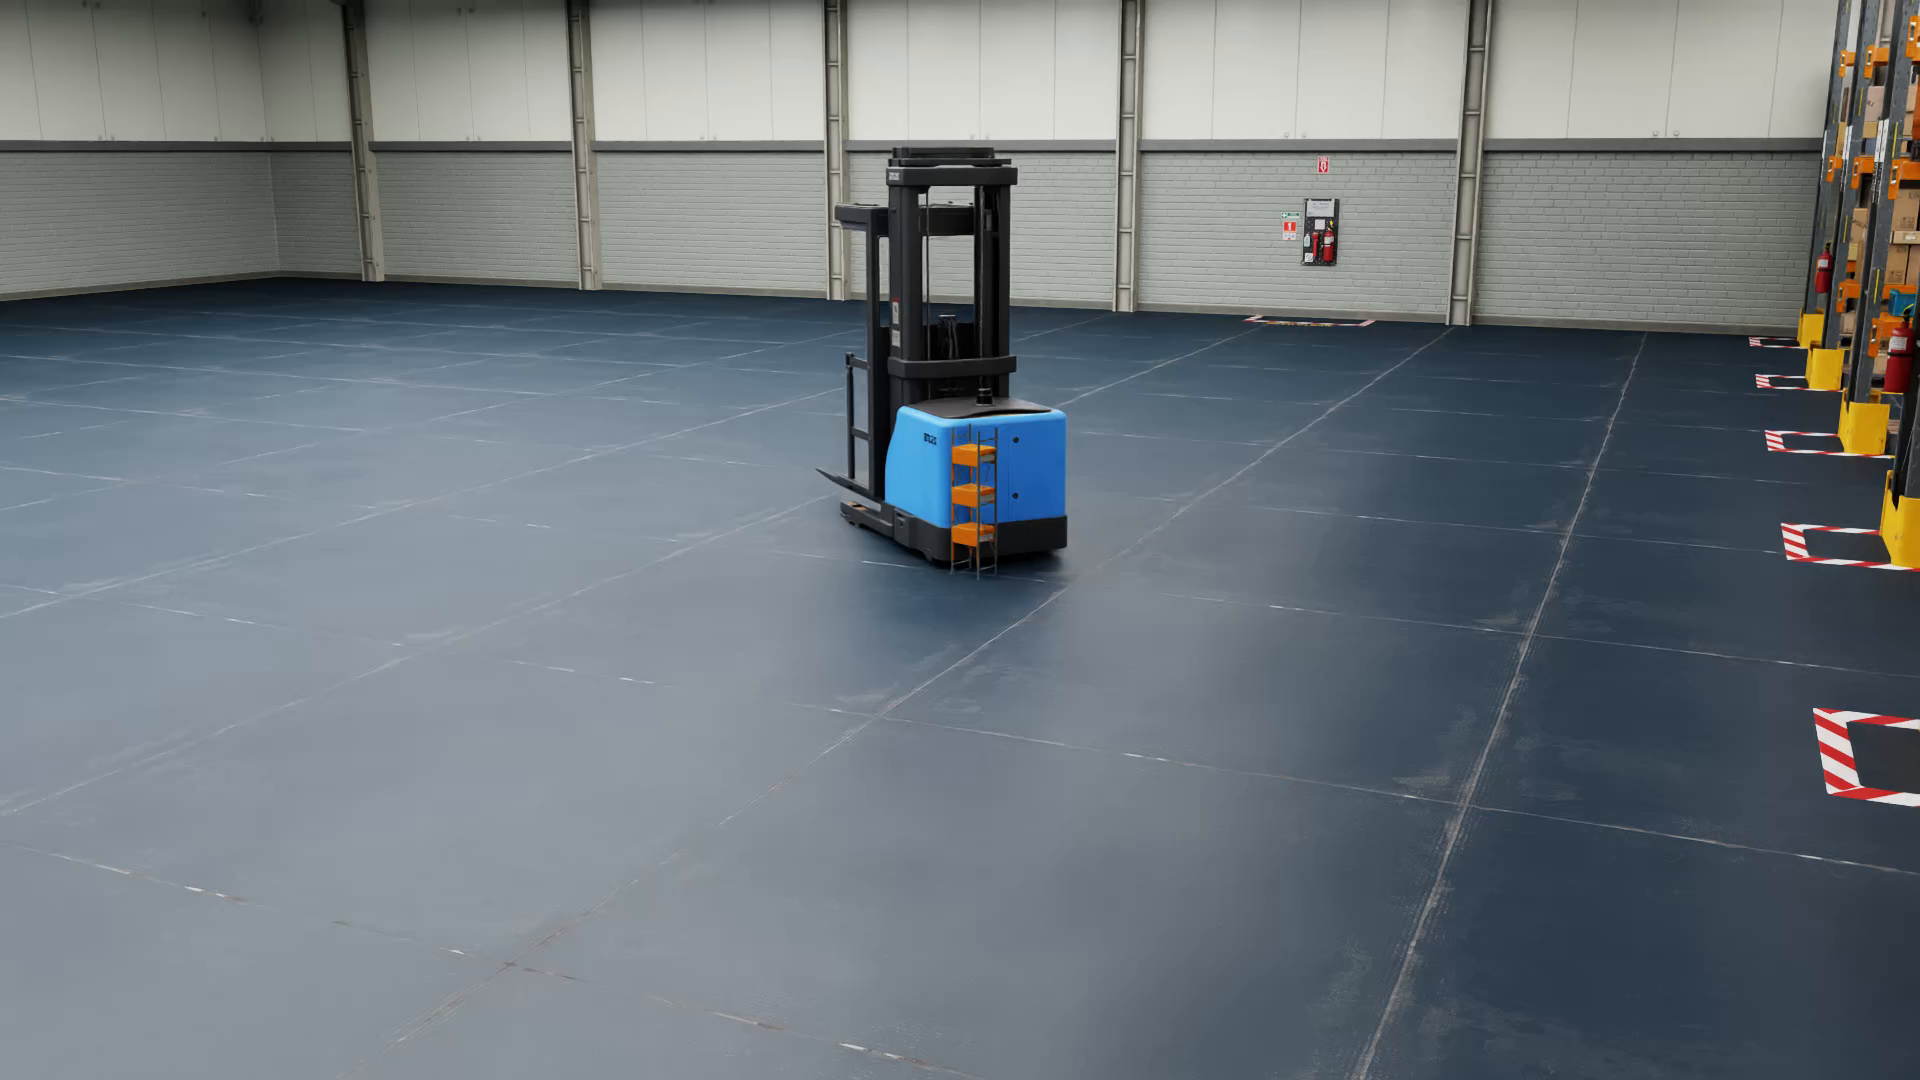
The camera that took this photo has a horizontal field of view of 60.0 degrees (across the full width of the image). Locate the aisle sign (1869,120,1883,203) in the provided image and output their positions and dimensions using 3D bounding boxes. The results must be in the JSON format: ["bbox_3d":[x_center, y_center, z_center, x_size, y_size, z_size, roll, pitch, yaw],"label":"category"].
[{"bbox_3d":[9.092,-3.755,16.500,0.004,0.787,0.394,6,14,23],"label":"aisle sign"}]

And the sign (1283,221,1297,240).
[{"bbox_3d":[5.847,-5.488,29.497,0.234,0.329,0.001,6,14,23],"label":"sign"}]

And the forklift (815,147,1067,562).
[{"bbox_3d":[-0.305,-1.563,12.999,1.130,2.935,3.031,-6,15,-25],"label":"forklift"}]

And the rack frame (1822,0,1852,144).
[{"bbox_3d":[13.050,-7.410,24.637,0.127,3.000,1.000,6,14,23],"label":"rack frame"}]

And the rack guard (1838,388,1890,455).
[{"bbox_3d":[9.126,-1.206,16.802,0.348,0.500,1.175,6,14,23],"label":"rack guard"}]

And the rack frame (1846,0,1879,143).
[{"bbox_3d":[11.047,-6.375,20.226,0.127,3.000,1.000,6,14,23],"label":"rack frame"}]

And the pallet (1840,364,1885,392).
[{"bbox_3d":[11.763,-2.035,20.966,1.213,0.211,1.003,6,14,23],"label":"pallet"}]

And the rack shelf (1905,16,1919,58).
[{"bbox_3d":[10.866,-4.611,15.158,4.000,0.370,1.077,6,14,23],"label":"rack shelf"}]

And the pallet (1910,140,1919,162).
[{"bbox_3d":[9.754,-3.692,15.770,1.213,0.211,1.003,6,14,23],"label":"pallet"}]

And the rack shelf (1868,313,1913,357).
[{"bbox_3d":[10.866,-1.885,15.798,4.000,0.370,1.077,6,14,23],"label":"rack shelf"}]

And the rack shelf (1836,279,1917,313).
[{"bbox_3d":[12.876,-2.919,20.205,4.000,0.370,1.077,6,14,23],"label":"rack shelf"}]

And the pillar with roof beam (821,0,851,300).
[{"bbox_3d":[-4.161,-8.293,28.397,0.400,9.000,9.100,6,14,23],"label":"pillar with roof beam"}]

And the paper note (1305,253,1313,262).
[{"bbox_3d":[6.177,-4.999,29.423,0.142,0.148,0.016,6,14,23],"label":"paper note"}]

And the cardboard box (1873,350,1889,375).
[{"bbox_3d":[11.447,-2.224,20.768,0.500,0.250,0.500,6,14,23],"label":"cardboard box"}]

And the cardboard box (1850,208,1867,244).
[{"bbox_3d":[13.365,-4.685,24.796,0.500,0.500,0.500,6,14,23],"label":"cardboard box"}]

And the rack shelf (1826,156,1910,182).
[{"bbox_3d":[14.879,-5.415,24.273,4.000,0.370,1.077,6,14,23],"label":"rack shelf"}]

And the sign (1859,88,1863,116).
[{"bbox_3d":[10.817,-5.264,19.968,0.005,0.325,0.100,6,14,23],"label":"sign"}]

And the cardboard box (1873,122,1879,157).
[{"bbox_3d":[13.534,-6.023,25.027,0.500,0.500,0.500,7,15,27],"label":"cardboard box"}]

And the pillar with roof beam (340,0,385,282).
[{"bbox_3d":[-15.132,-9.403,33.129,0.400,9.000,9.100,6,14,23],"label":"pillar with roof beam"}]

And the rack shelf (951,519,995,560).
[{"bbox_3d":[0.100,0.014,11.658,0.240,0.259,0.215,12,18,41],"label":"rack shelf"}]

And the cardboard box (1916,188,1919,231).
[{"bbox_3d":[12.000,-4.037,20.333,0.500,0.500,0.700,5,14,22],"label":"cardboard box"}]

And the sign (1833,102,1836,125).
[{"bbox_3d":[12.830,-6.262,24.397,0.005,0.325,0.100,6,14,23],"label":"sign"}]

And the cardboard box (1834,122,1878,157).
[{"bbox_3d":[13.255,-5.925,24.612,0.500,0.500,0.500,6,15,25],"label":"cardboard box"}]

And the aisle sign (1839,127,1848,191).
[{"bbox_3d":[11.106,-4.788,20.902,0.004,0.787,0.394,6,14,23],"label":"aisle sign"}]

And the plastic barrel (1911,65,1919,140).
[{"bbox_3d":[9.533,-4.276,15.986,0.708,0.830,0.600,6,14,23],"label":"plastic barrel"}]

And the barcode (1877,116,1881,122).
[{"bbox_3d":[11.518,-5.270,20.813,0.075,0.075,0.001,6,14,23],"label":"barcode"}]

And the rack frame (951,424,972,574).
[{"bbox_3d":[0.010,-0.285,11.673,0.008,1.050,0.200,12,18,41],"label":"rack frame"}]

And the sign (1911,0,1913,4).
[{"bbox_3d":[8.810,-5.125,15.355,0.005,0.325,0.100,6,14,23],"label":"sign"}]

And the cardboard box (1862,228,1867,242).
[{"bbox_3d":[11.474,-3.824,20.845,0.250,0.149,0.380,6,14,22],"label":"cardboard box"}]

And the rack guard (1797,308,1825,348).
[{"bbox_3d":[13.120,-3.266,25.578,0.348,0.500,1.175,6,14,23],"label":"rack guard"}]

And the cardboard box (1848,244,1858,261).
[{"bbox_3d":[13.368,-4.315,24.862,0.500,0.250,0.500,5,14,22],"label":"cardboard box"}]

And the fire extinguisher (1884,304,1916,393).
[{"bbox_3d":[7.113,-1.455,12.559,0.183,0.674,0.296,6,14,23],"label":"fire extinguisher"}]

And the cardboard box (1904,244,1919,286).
[{"bbox_3d":[11.951,-3.410,20.502,0.500,0.500,0.700,6,15,25],"label":"cardboard box"}]

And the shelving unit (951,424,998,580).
[{"bbox_3d":[0.100,-0.266,11.592,0.252,1.050,0.215,12,18,41],"label":"shelving unit"}]

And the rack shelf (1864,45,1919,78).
[{"bbox_3d":[12.876,-5.645,19.566,4.000,0.370,1.077,6,14,23],"label":"rack shelf"}]

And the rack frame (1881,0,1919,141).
[{"bbox_3d":[9.037,-5.341,15.819,0.127,3.000,1.000,6,14,23],"label":"rack frame"}]

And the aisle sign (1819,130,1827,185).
[{"bbox_3d":[12.863,-5.699,24.787,0.004,0.787,0.394,6,14,23],"label":"aisle sign"}]

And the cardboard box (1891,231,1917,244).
[{"bbox_3d":[11.561,-3.714,20.378,0.250,0.149,0.380,5,14,22],"label":"cardboard box"}]

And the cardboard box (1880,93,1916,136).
[{"bbox_3d":[11.571,-5.184,20.263,0.637,0.503,0.797,7,15,27],"label":"cardboard box"}]

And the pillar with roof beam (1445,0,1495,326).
[{"bbox_3d":[6.811,-7.182,23.665,0.400,9.000,9.100,6,14,23],"label":"pillar with roof beam"}]
